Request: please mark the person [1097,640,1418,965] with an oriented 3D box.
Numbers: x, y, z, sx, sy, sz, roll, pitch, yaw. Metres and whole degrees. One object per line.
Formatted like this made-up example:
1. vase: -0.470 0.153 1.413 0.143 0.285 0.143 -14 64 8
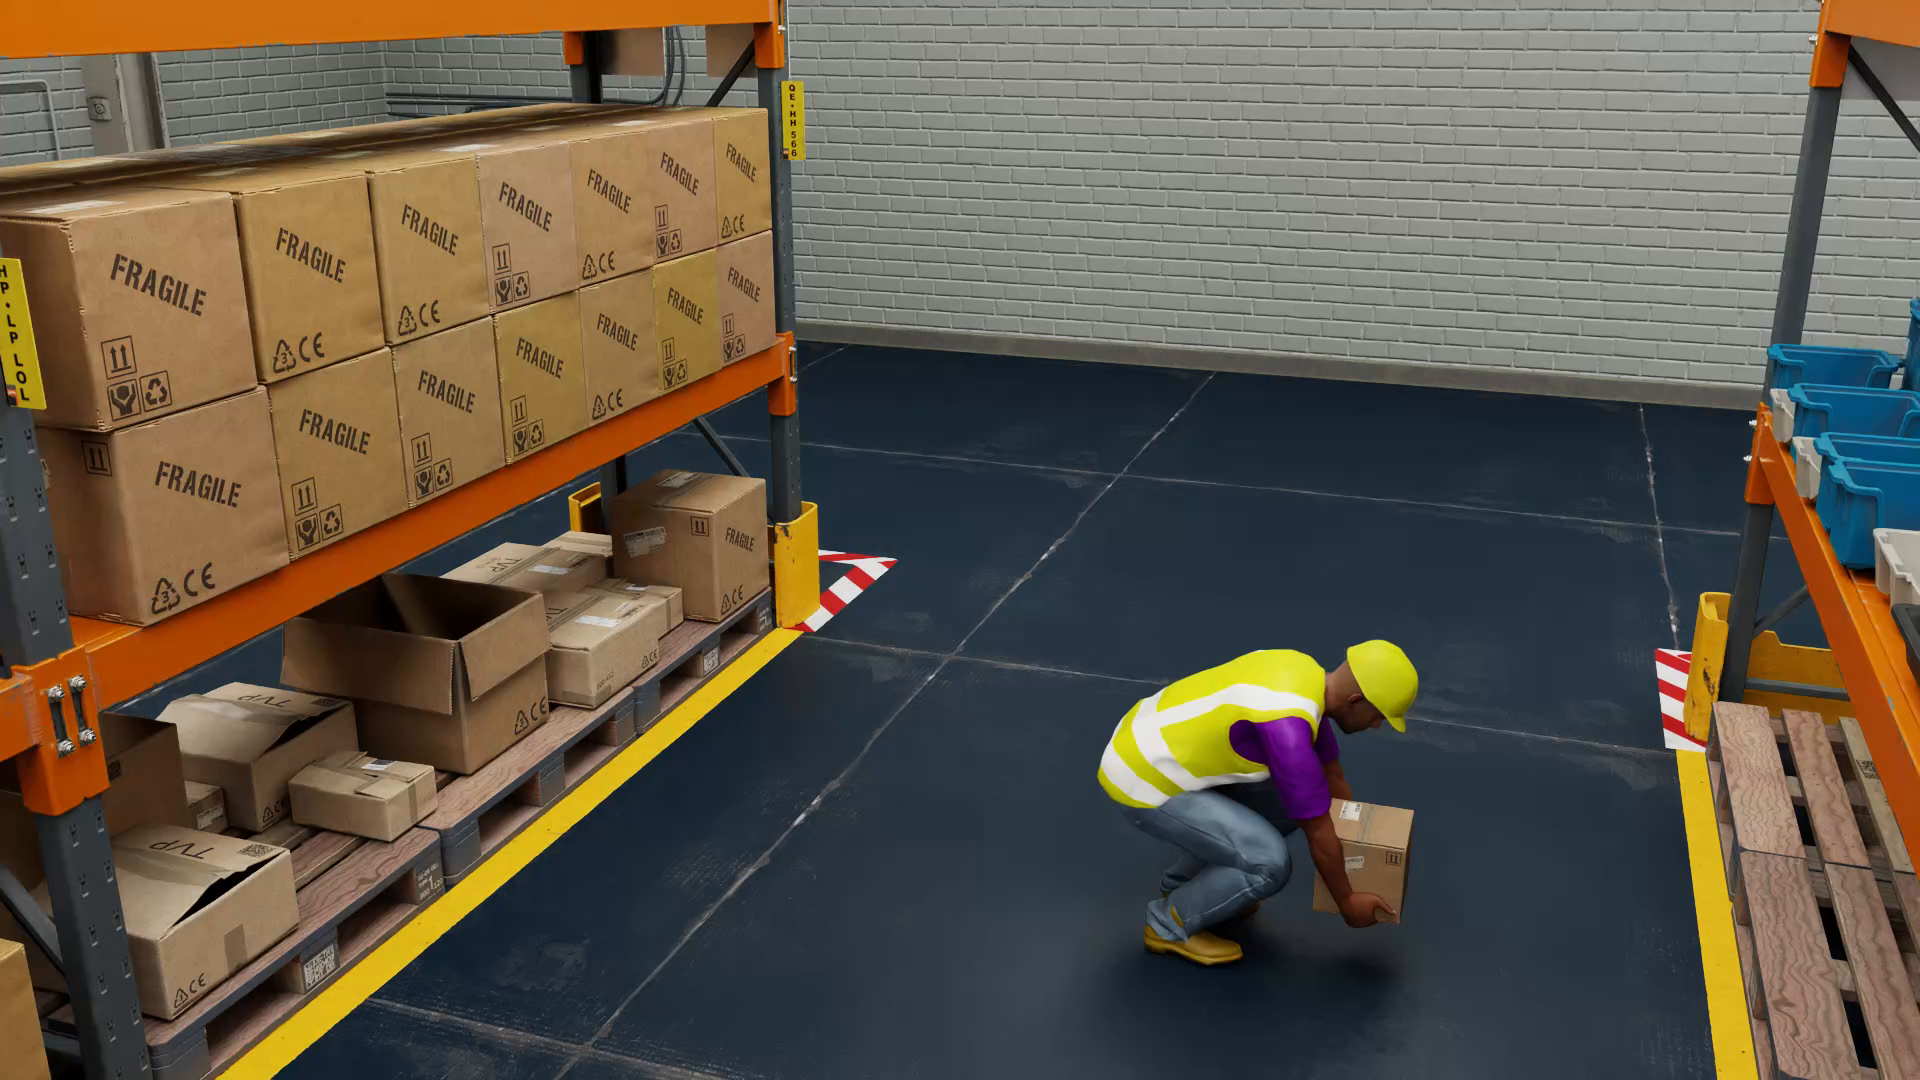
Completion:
1. person: 0.885 0.745 5.003 0.912 1.010 0.537 6 19 17
